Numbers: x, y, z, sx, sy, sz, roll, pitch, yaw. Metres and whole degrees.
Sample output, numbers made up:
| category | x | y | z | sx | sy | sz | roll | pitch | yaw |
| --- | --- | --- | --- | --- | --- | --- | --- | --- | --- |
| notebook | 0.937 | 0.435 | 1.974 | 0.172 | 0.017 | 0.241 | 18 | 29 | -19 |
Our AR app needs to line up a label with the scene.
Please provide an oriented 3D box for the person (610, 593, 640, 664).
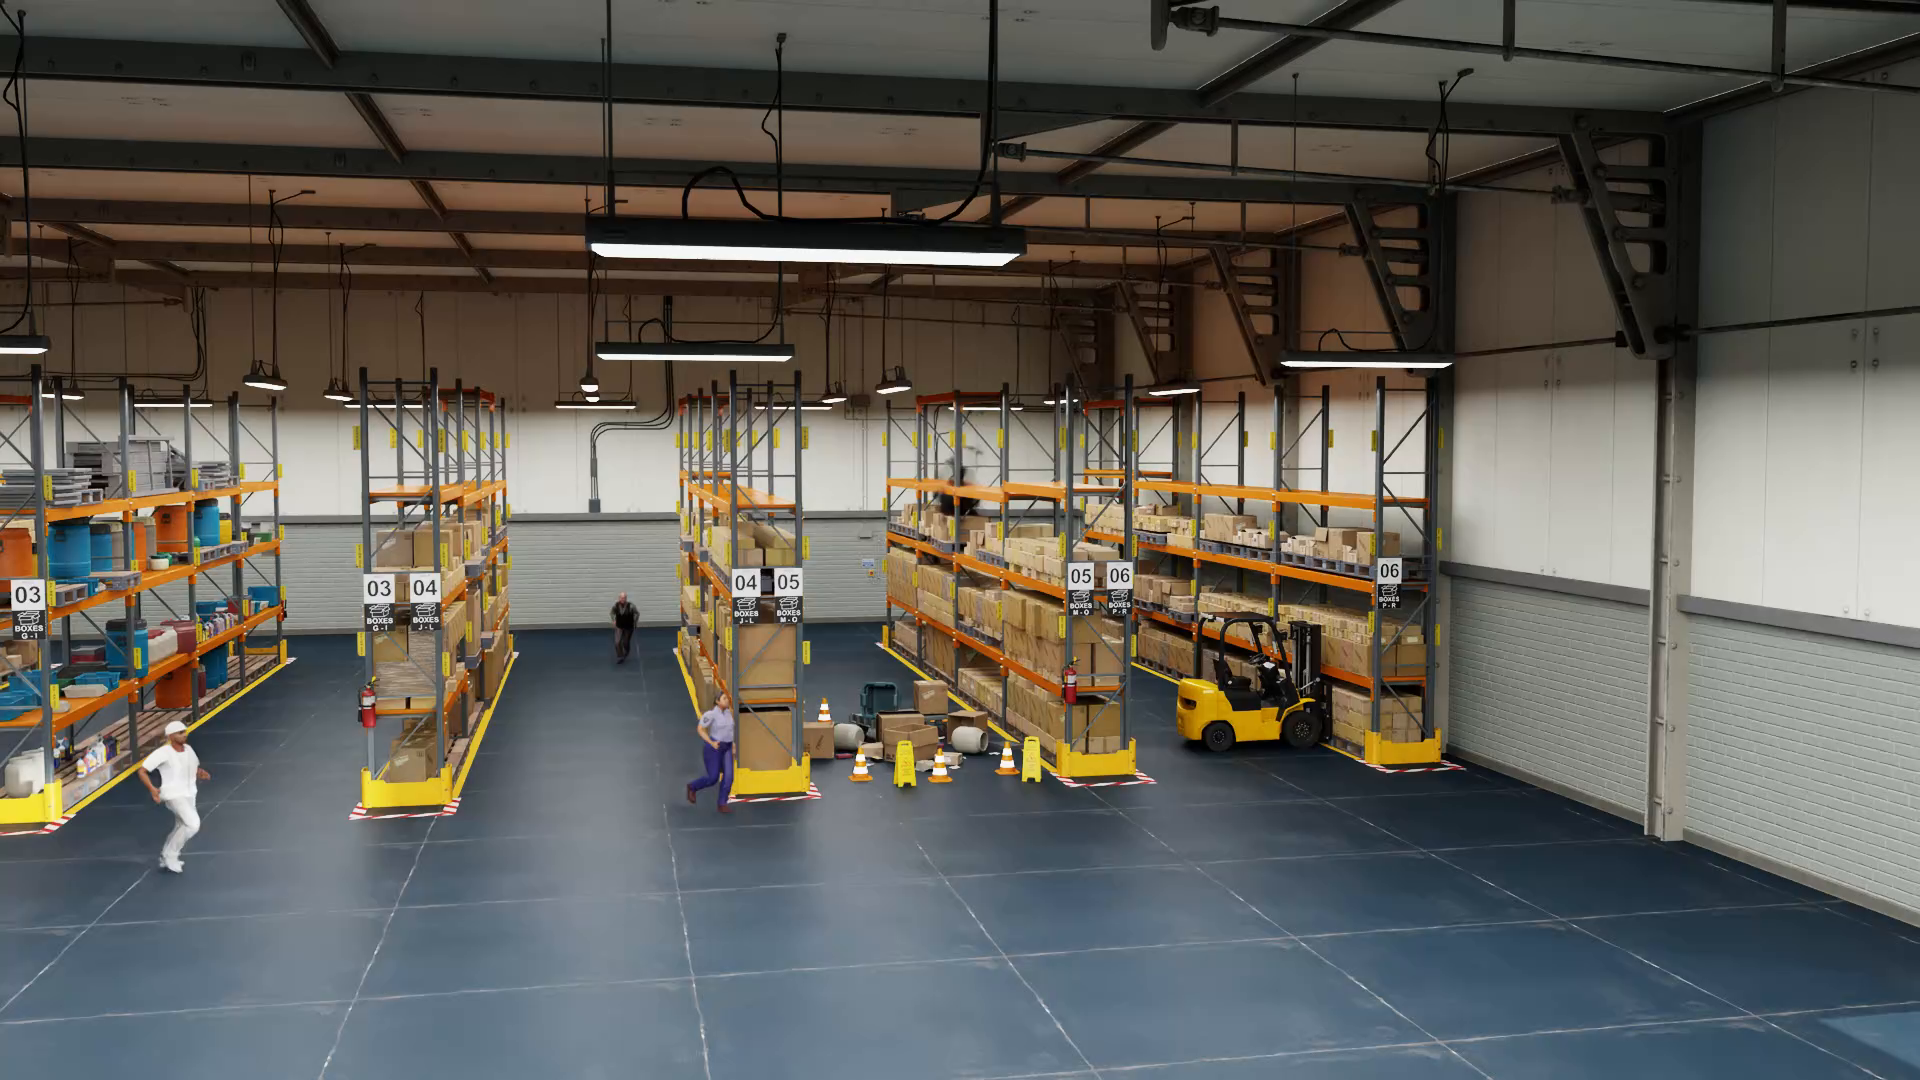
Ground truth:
| category | x | y | z | sx | sy | sz | roll | pitch | yaw |
| --- | --- | --- | --- | --- | --- | --- | --- | --- | --- |
| person | -7.540 | 1.981 | 37.519 | 0.658 | 1.640 | 0.868 | 0 | 3 | 1 |

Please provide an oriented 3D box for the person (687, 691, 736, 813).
| category | x | y | z | sx | sy | sz | roll | pitch | yaw |
| --- | --- | --- | --- | --- | --- | --- | --- | --- | --- |
| person | -3.279 | 2.869 | 22.639 | 0.766 | 1.588 | 0.669 | 2 | 4 | 36 |

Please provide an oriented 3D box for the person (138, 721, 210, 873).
| category | x | y | z | sx | sy | sz | roll | pitch | yaw |
| --- | --- | --- | --- | --- | --- | --- | --- | --- | --- |
| person | -9.026 | 2.971 | 19.274 | 0.672 | 1.739 | 0.675 | 1 | 3 | 12 |
